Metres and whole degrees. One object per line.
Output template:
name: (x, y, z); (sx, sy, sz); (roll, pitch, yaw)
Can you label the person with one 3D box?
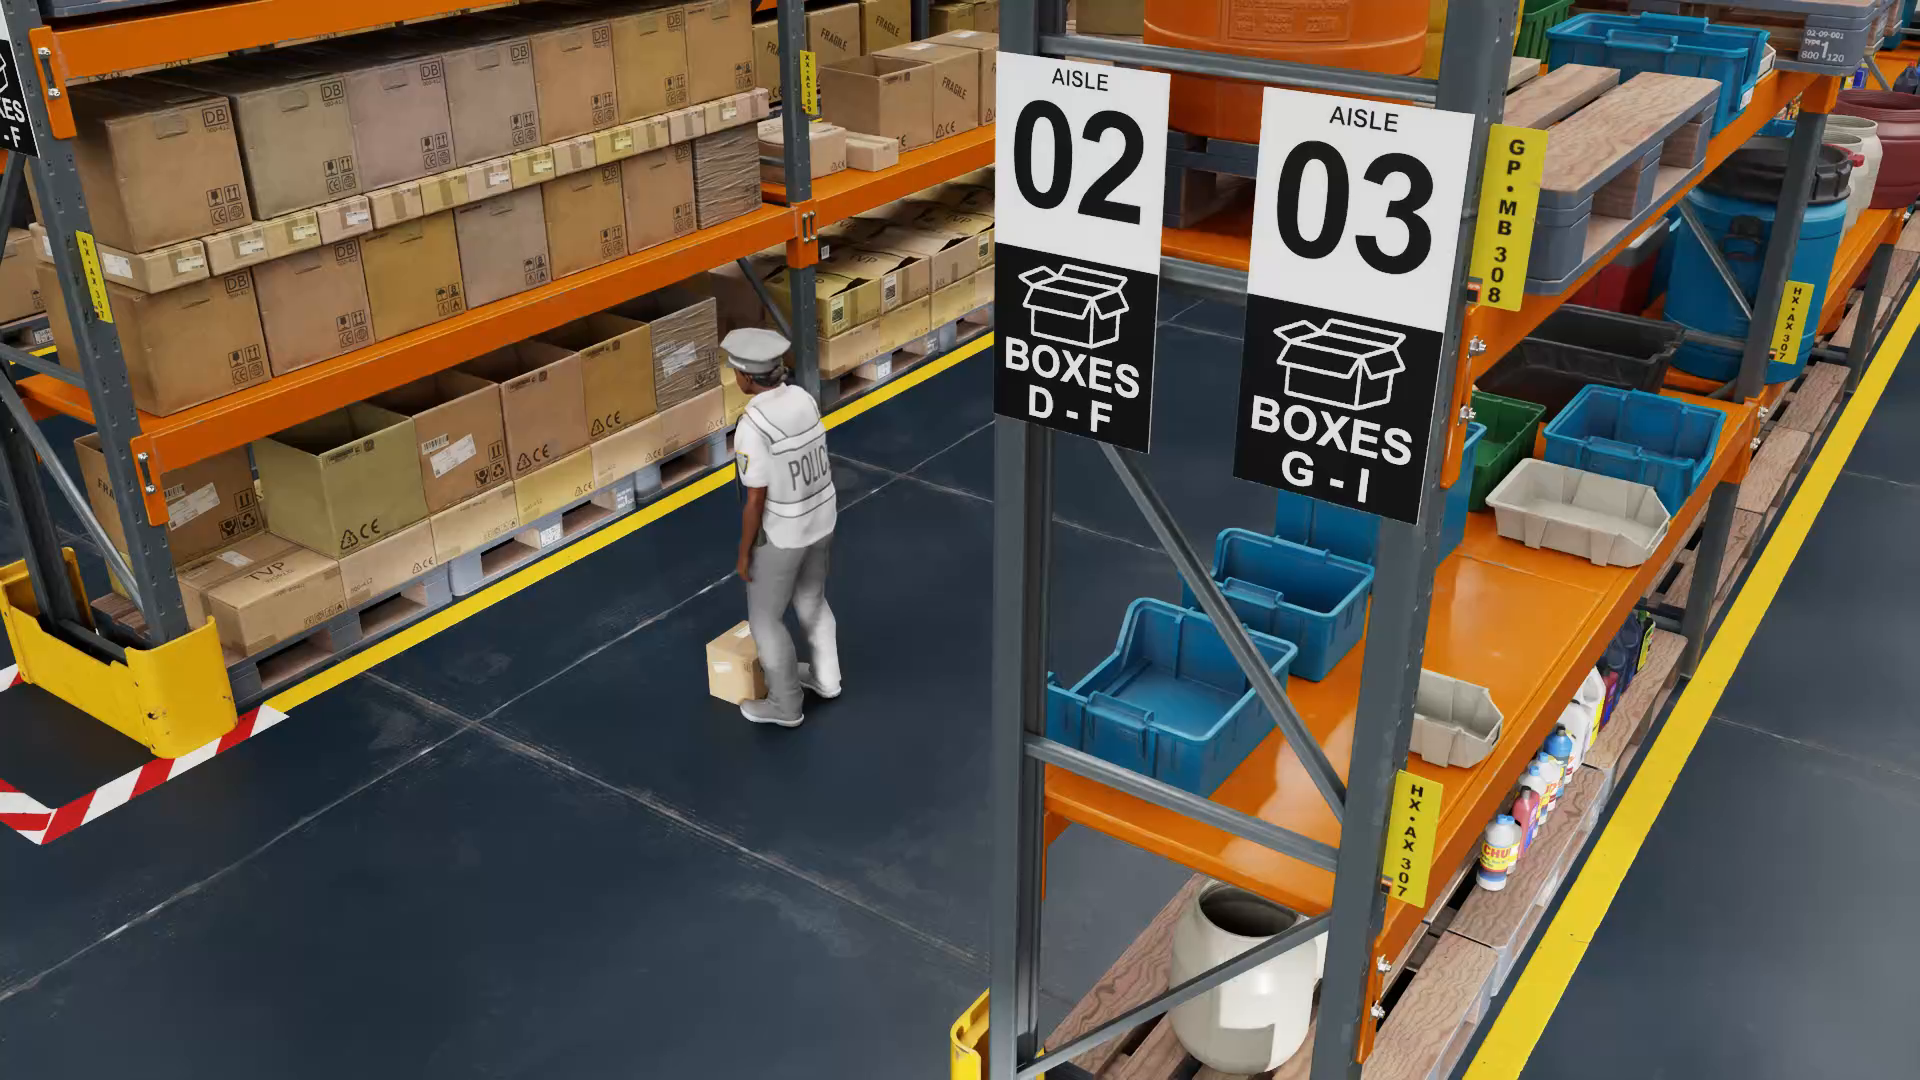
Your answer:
person: (-0.707, -0.034, 6.686); (0.400, 1.657, 0.517); (17, 32, 29)
